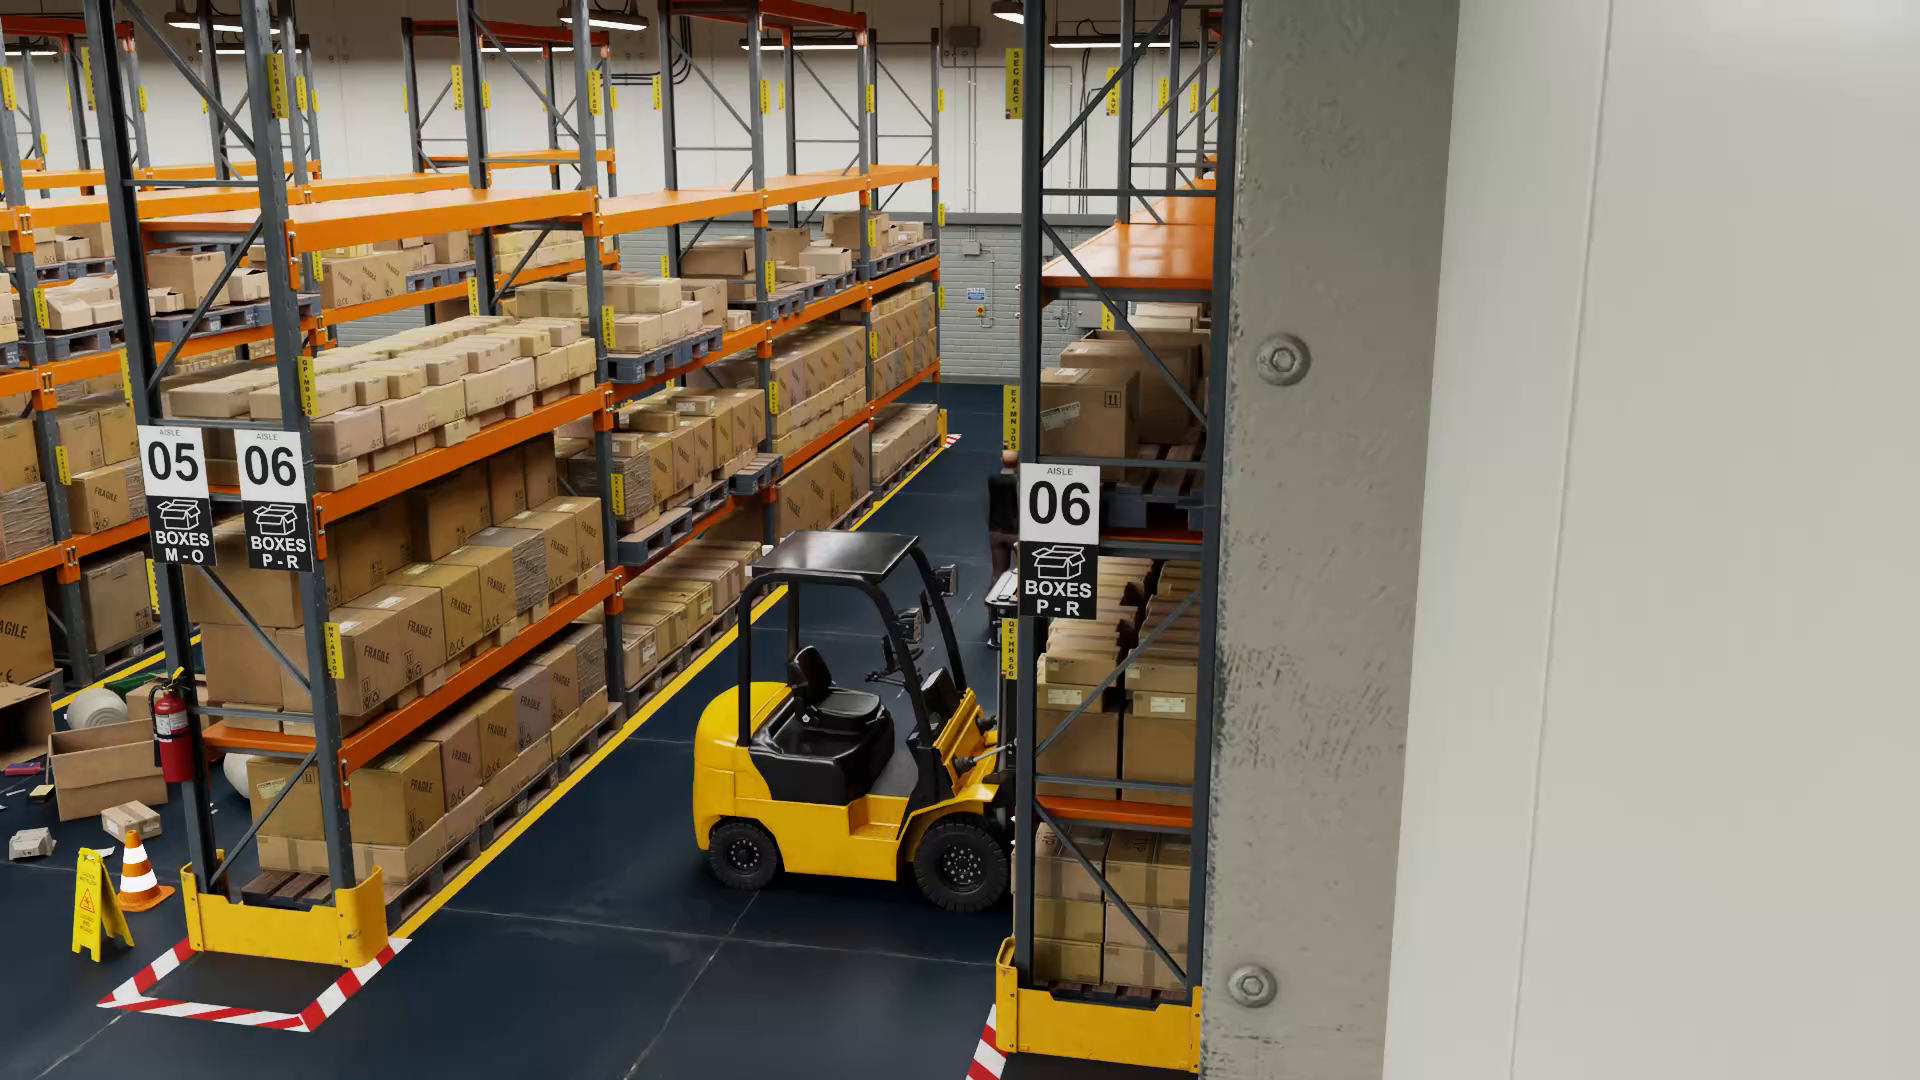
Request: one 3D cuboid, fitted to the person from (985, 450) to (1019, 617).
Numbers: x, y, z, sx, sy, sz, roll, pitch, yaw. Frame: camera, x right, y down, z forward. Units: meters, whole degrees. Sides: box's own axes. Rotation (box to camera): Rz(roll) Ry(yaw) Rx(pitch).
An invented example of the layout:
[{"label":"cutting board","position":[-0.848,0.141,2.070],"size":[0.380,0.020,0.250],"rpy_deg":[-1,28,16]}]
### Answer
[{"label":"person","position":[0.485,-0.021,16.118],"size":[0.615,1.747,0.527],"rpy_deg":[8,17,29]}]
